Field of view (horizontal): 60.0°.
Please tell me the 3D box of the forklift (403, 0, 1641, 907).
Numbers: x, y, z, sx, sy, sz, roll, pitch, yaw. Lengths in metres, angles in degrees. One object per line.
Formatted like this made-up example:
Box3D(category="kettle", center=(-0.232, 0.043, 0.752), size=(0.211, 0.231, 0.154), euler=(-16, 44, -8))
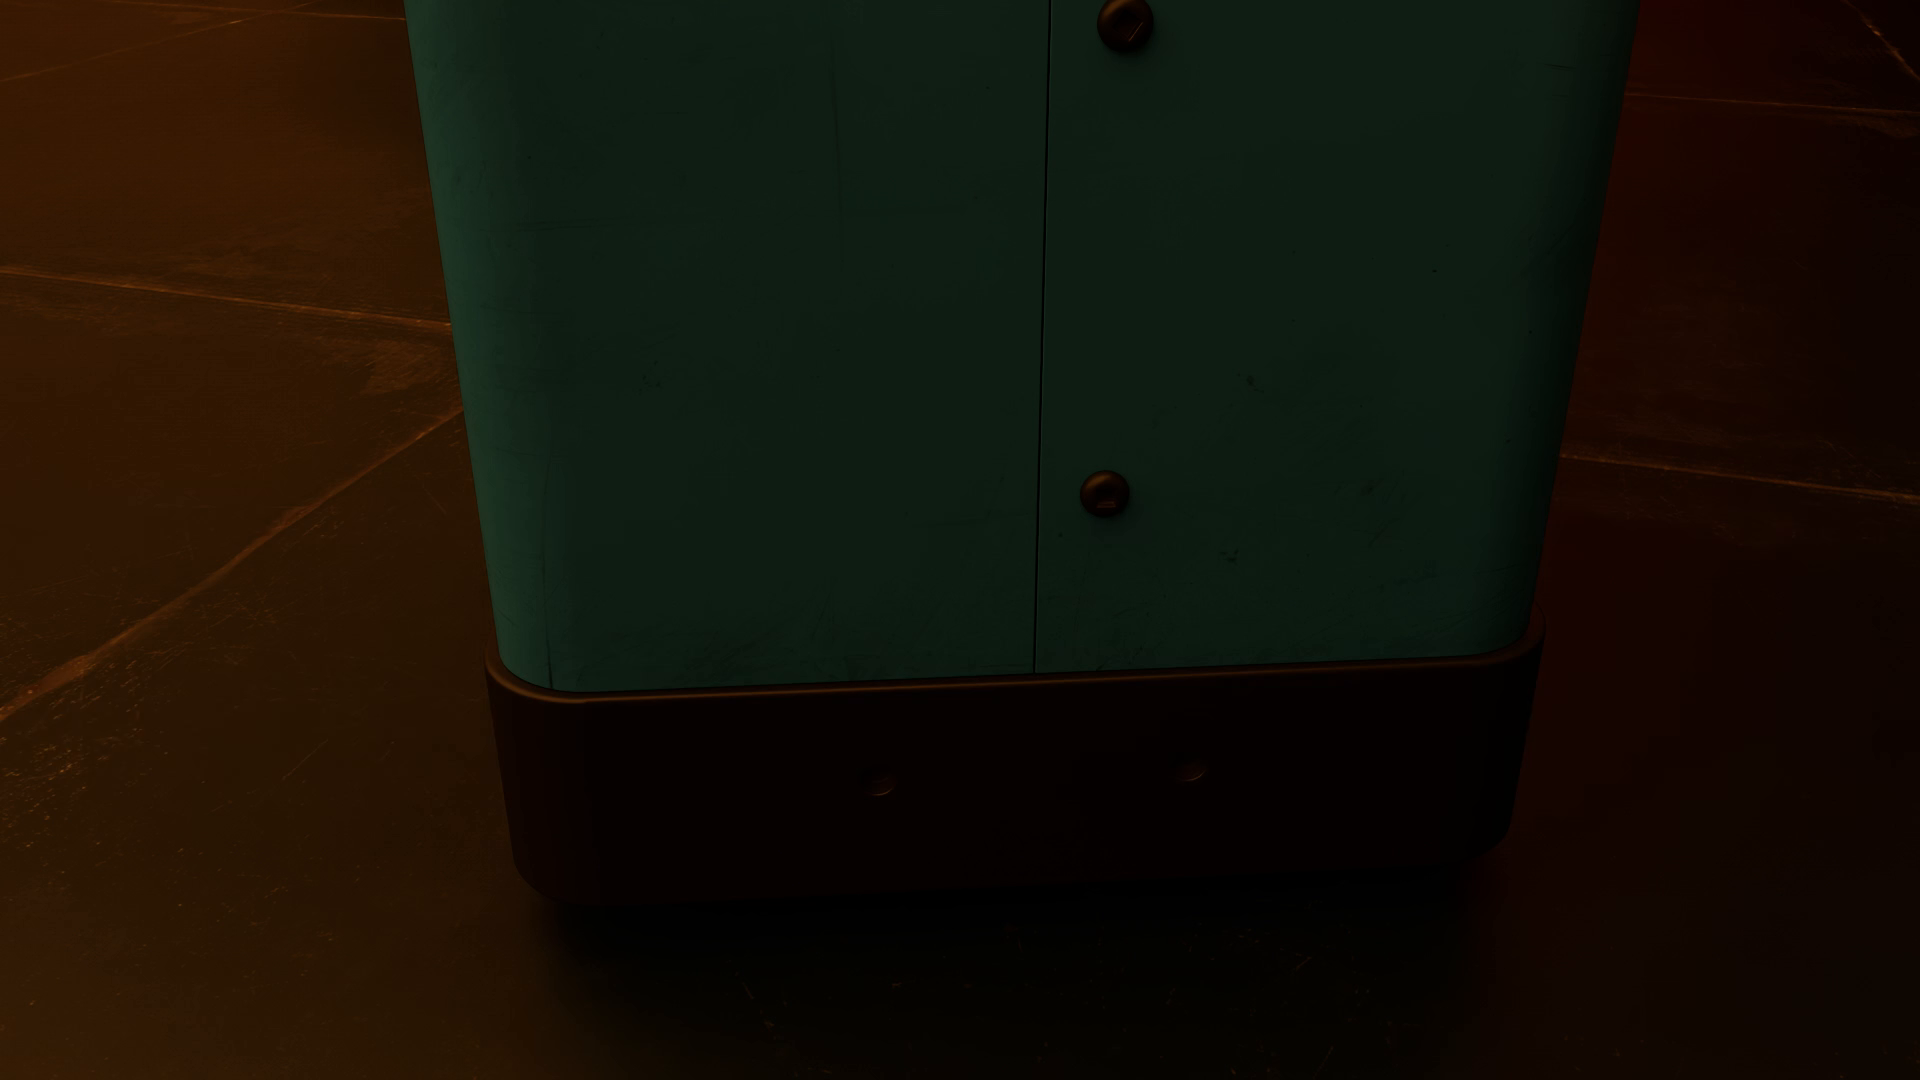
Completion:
Box3D(category="forklift", center=(-0.048, -1.581, 2.374), size=(1.130, 2.935, 3.031), euler=(-2, 27, -4))
